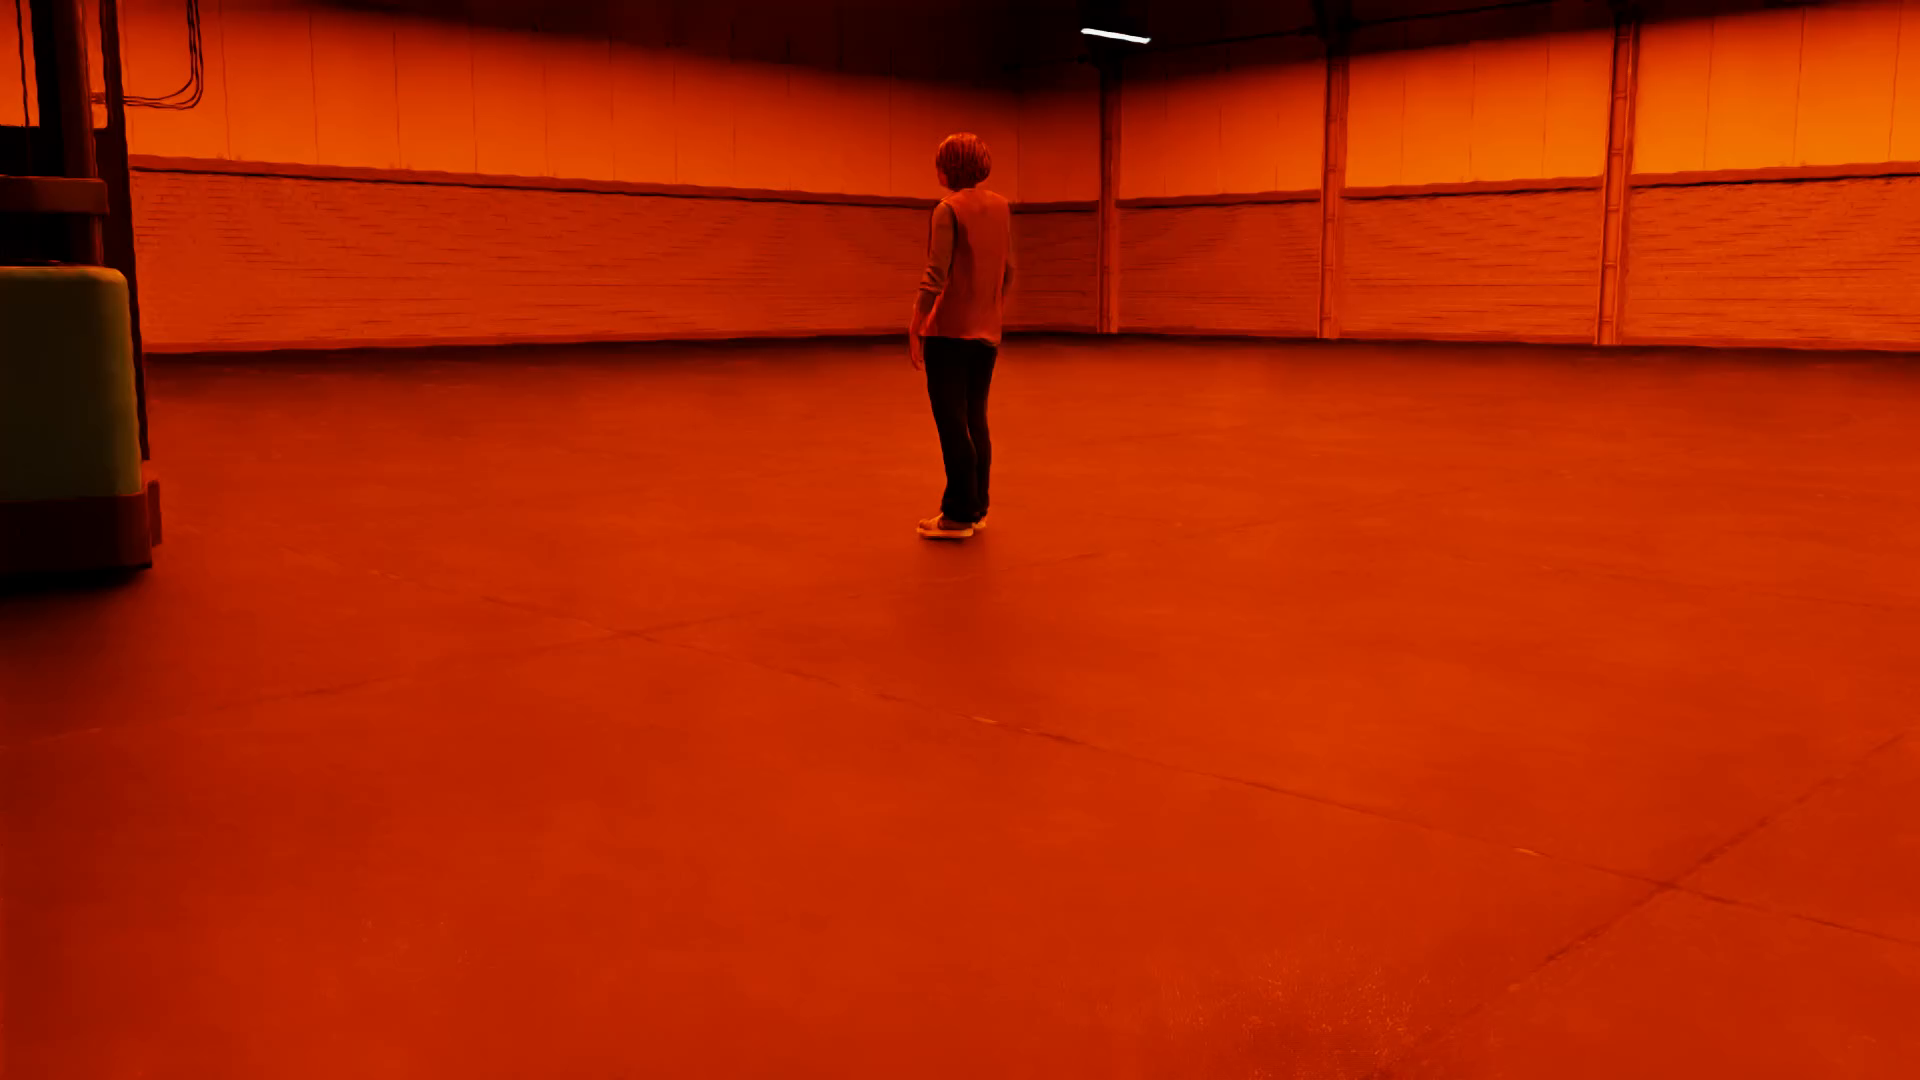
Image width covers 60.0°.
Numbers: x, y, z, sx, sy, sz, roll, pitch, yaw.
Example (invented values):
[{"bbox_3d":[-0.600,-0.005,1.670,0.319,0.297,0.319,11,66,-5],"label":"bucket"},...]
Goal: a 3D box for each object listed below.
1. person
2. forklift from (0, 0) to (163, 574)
[{"bbox_3d":[-0.044,-0.806,6.658,0.474,1.597,0.520,8,12,43],"label":"person"},{"bbox_3d":[-3.896,-1.463,6.589,1.130,2.935,3.031,-4,10,-26],"label":"forklift"}]
